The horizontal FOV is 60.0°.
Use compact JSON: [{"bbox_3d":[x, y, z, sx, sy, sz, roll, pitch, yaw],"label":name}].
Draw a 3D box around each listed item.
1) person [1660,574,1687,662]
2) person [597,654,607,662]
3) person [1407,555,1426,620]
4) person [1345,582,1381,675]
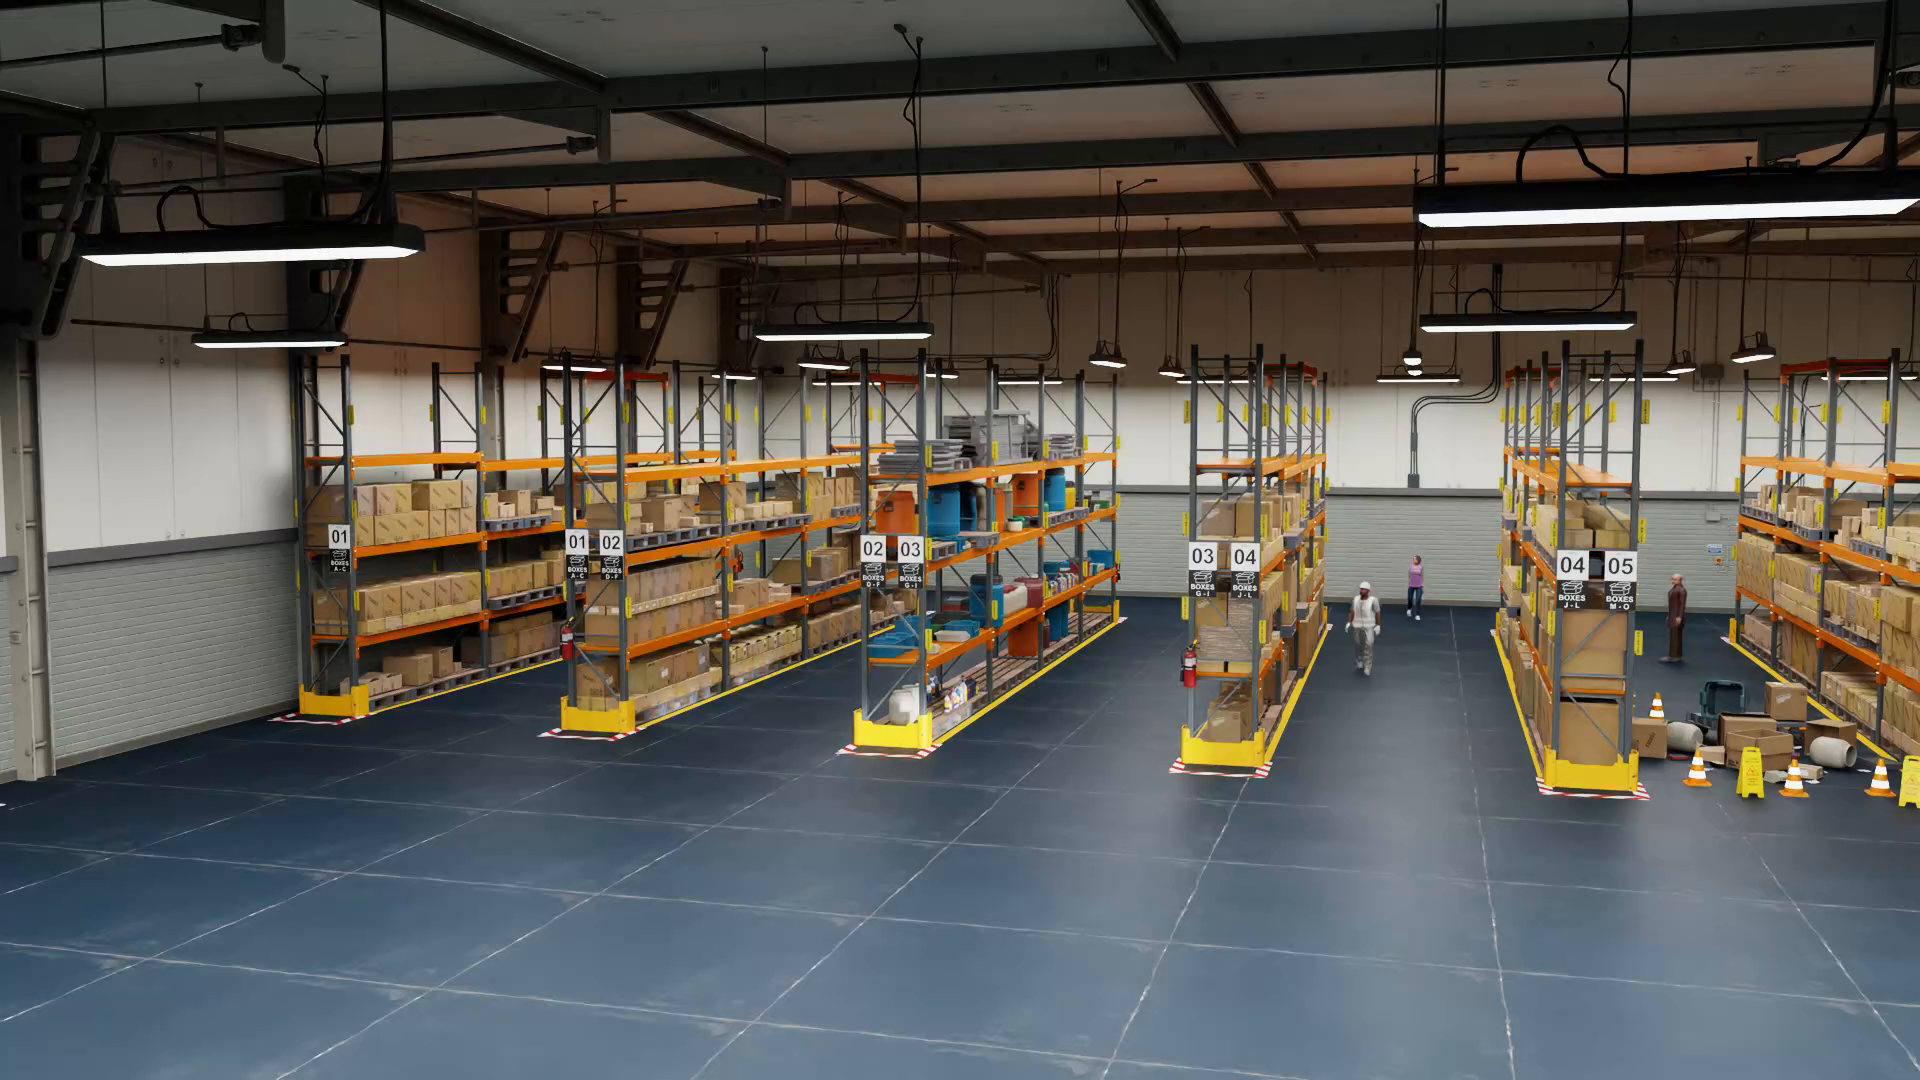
[{"bbox_3d":[14.567,1.577,33.922,0.468,1.784,0.633,2,5,24],"label":"person"},{"bbox_3d":[-6.442,1.858,30.523,0.515,1.798,0.701,4,6,42],"label":"person"},{"bbox_3d":[11.162,1.147,40.679,0.429,1.594,0.479,1,4,11],"label":"person"},{"bbox_3d":[7.838,1.688,32.359,0.658,1.744,0.992,1,4,15],"label":"person"}]
